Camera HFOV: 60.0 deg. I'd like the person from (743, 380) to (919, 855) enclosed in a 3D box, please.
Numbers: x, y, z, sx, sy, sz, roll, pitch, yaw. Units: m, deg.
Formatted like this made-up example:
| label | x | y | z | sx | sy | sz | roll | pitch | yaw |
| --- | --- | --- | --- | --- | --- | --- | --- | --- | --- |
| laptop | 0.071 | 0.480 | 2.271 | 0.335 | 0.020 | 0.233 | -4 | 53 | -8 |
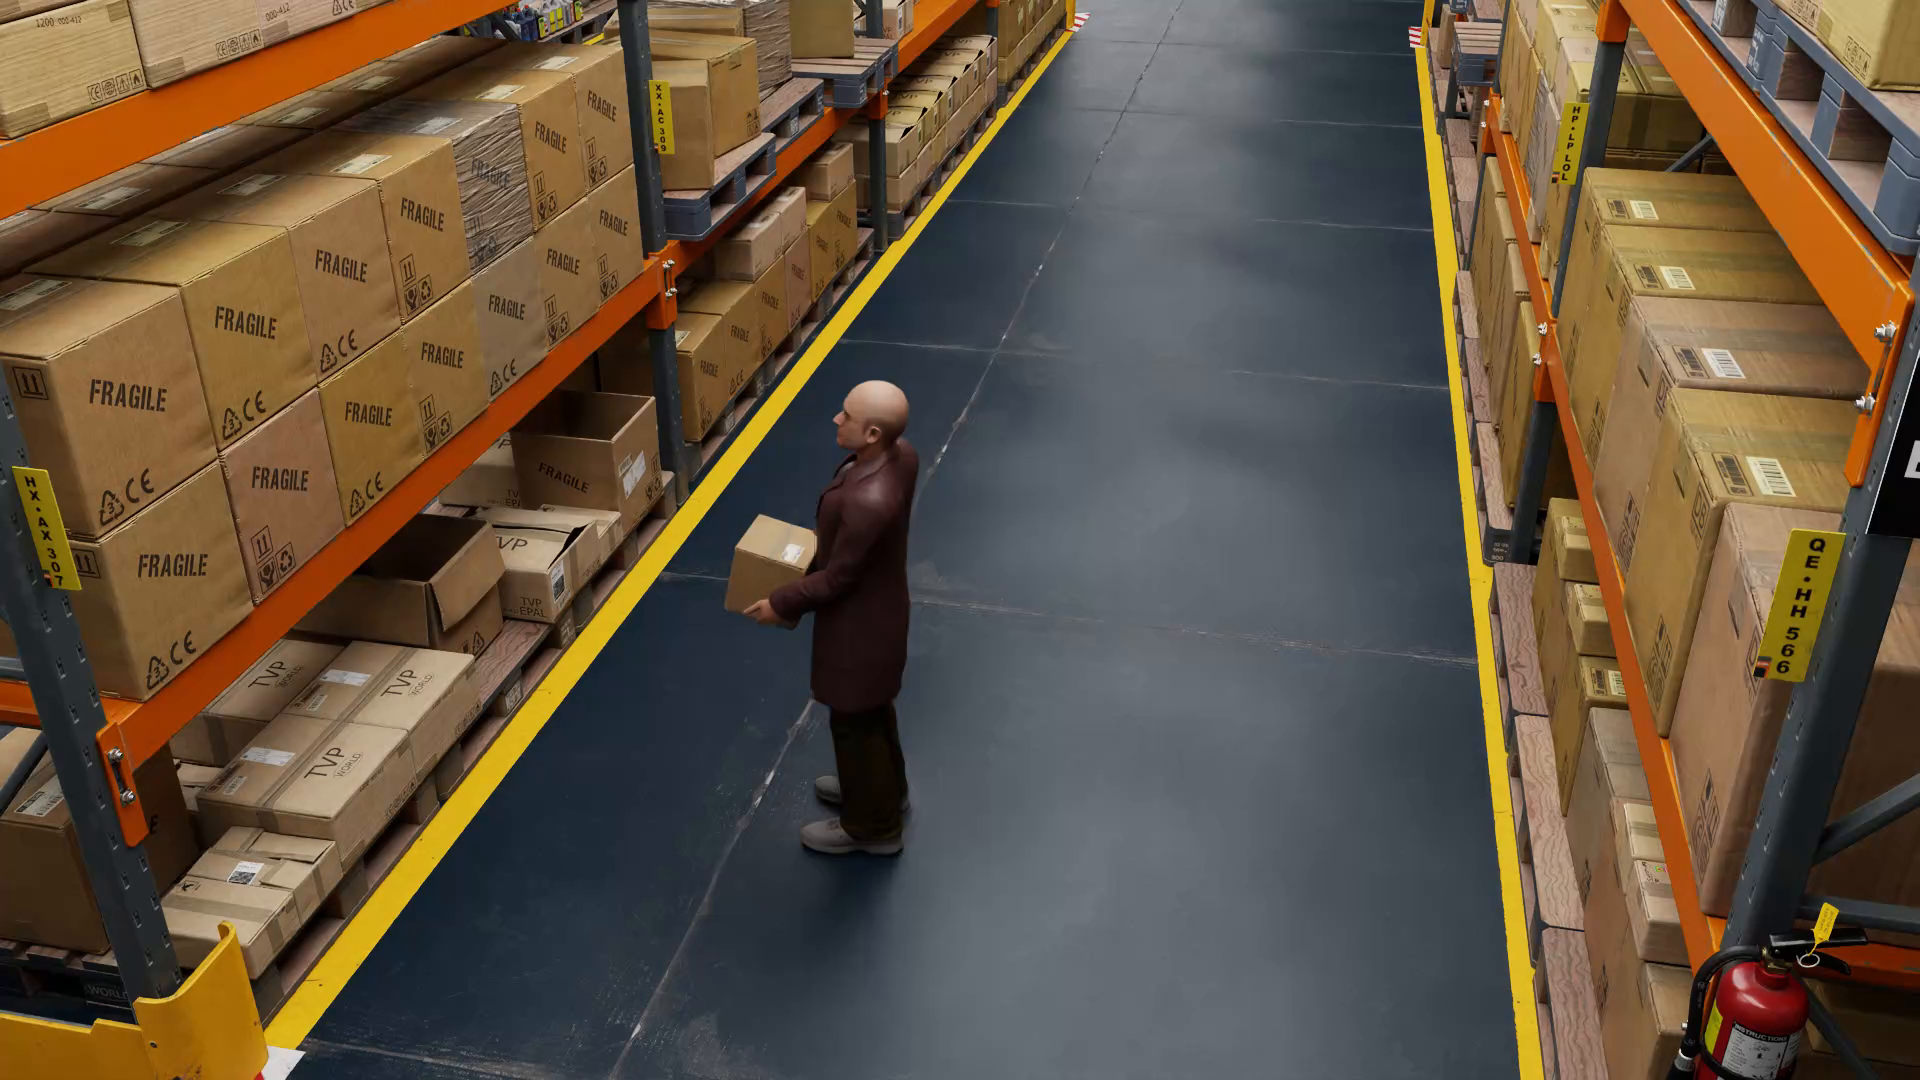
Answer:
| label | x | y | z | sx | sy | sz | roll | pitch | yaw |
| --- | --- | --- | --- | --- | --- | --- | --- | --- | --- |
| person | -0.428 | 0.271 | 5.636 | 0.553 | 1.778 | 0.541 | 3 | 29 | 6 |
